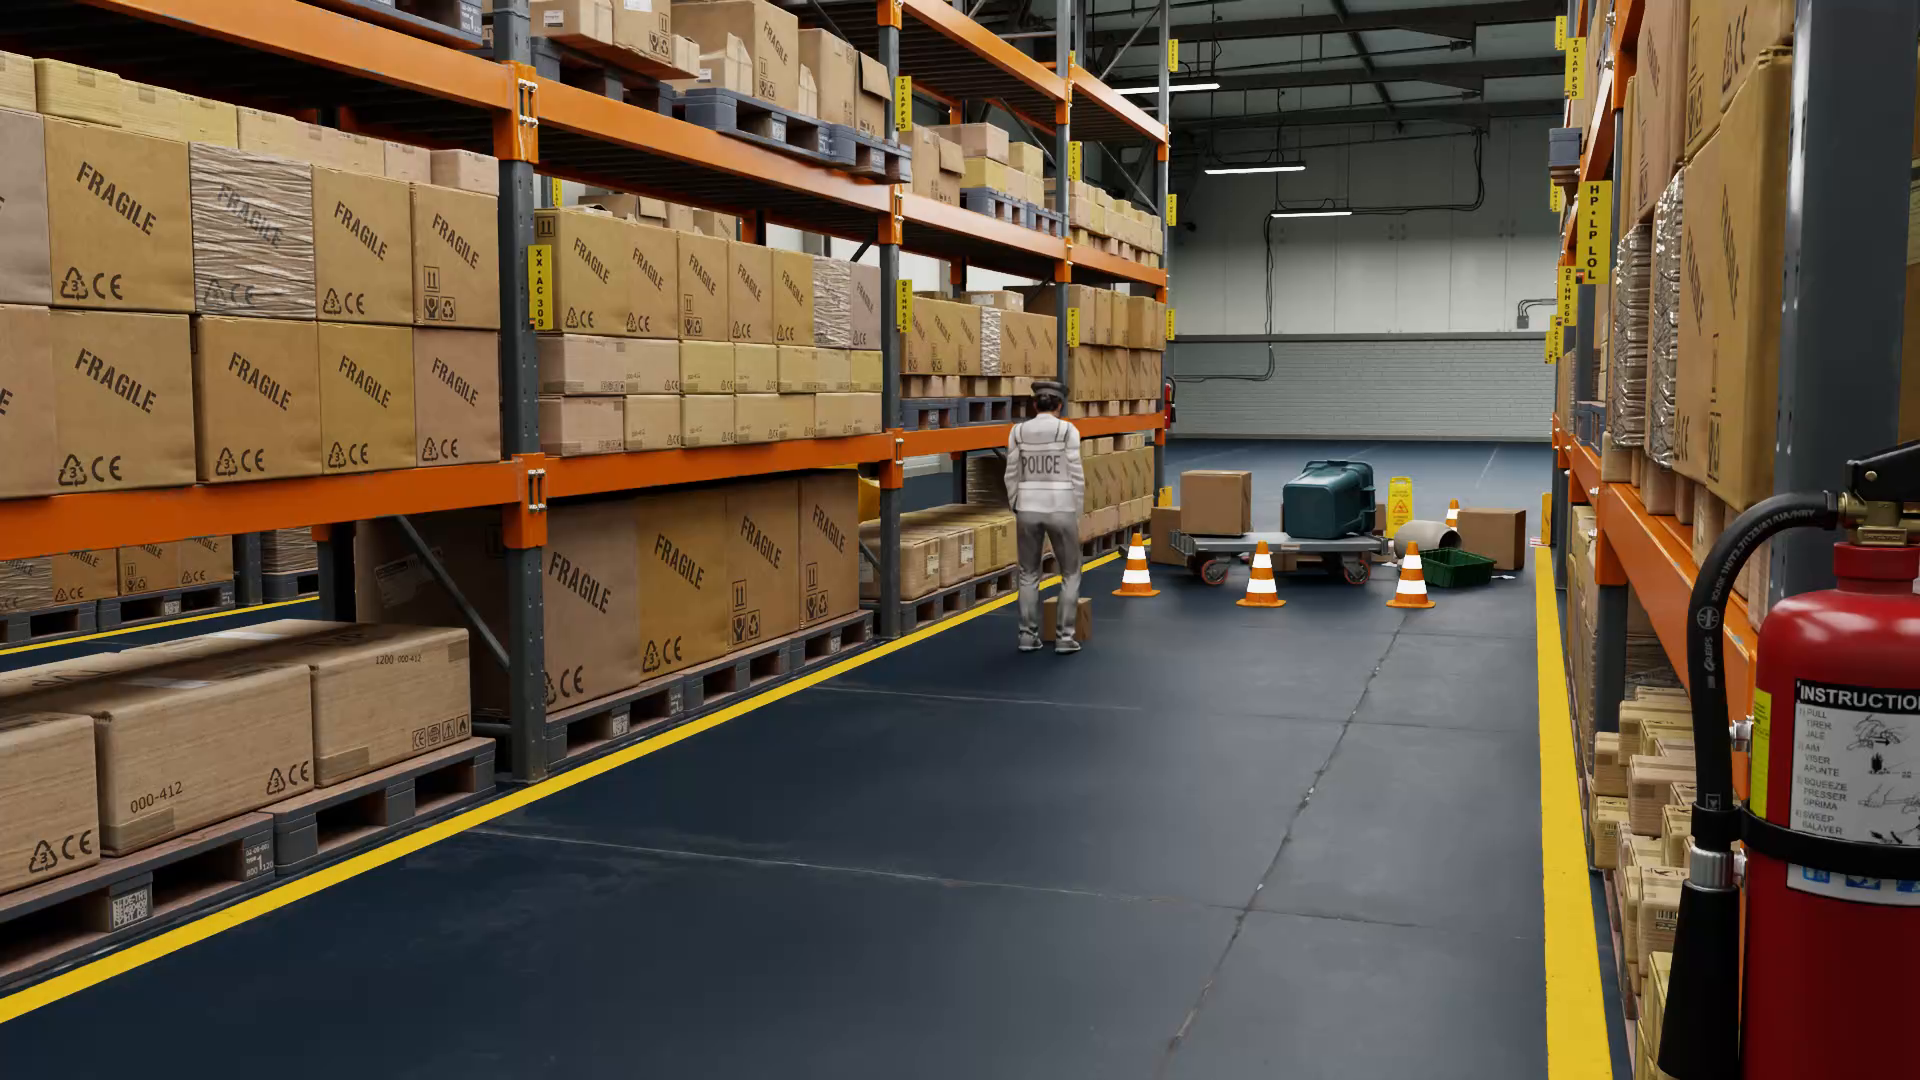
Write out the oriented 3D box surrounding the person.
[{"bbox_3d":[0.510,-0.136,9.977,0.500,1.626,0.446,2,6,20],"label":"person"}]
